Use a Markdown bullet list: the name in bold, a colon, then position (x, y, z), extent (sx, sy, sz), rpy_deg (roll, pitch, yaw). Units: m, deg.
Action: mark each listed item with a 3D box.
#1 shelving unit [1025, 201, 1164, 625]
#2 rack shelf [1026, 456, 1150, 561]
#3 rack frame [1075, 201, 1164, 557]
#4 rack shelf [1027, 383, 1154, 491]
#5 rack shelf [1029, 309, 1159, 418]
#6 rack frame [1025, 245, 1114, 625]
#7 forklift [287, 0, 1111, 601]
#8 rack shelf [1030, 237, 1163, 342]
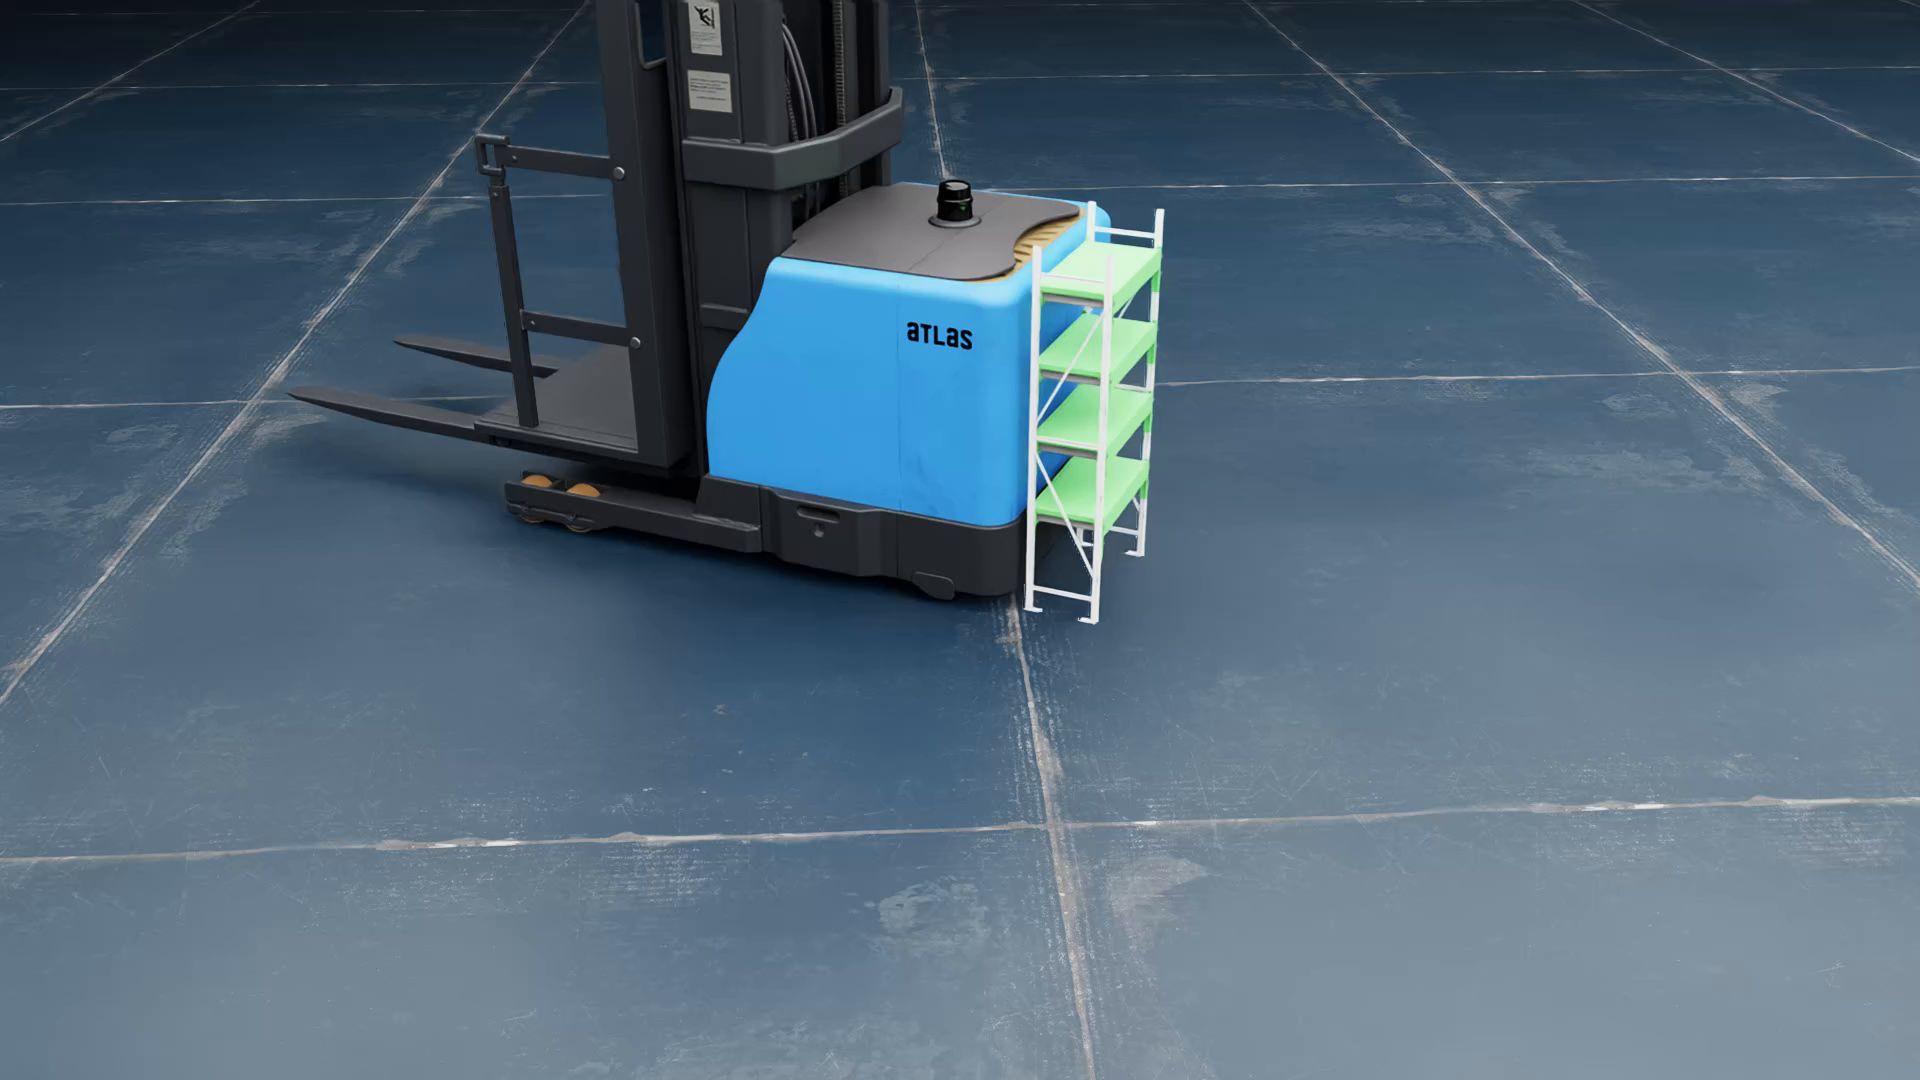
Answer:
- **shelving unit**: position (0.417, -0.394, 5.208), extent (0.258, 1.200, 0.503), rpy_deg (11, 29, 20)
- **rack shelf**: position (0.417, -0.125, 5.348), extent (0.258, 0.148, 0.480), rpy_deg (11, 29, 20)
- **rack frame**: position (0.511, -0.498, 5.408), extent (0.240, 1.200, 0.015), rpy_deg (11, 29, 20)
- **rack shelf**: position (0.417, -0.337, 5.237), extent (0.258, 0.148, 0.480), rpy_deg (11, 29, 20)
- **rack shelf**: position (0.417, -0.550, 5.126), extent (0.258, 0.148, 0.480), rpy_deg (11, 29, 20)
- **rack frame**: position (0.323, -0.290, 5.008), extent (0.240, 1.200, 0.015), rpy_deg (11, 29, 20)
- **forklift**: position (-1.046, -1.537, 5.527), extent (3.031, 2.935, 1.130), rpy_deg (11, 29, 20)
- **rack shelf**: position (0.417, -0.763, 5.015), extent (0.258, 0.148, 0.480), rpy_deg (11, 29, 20)
